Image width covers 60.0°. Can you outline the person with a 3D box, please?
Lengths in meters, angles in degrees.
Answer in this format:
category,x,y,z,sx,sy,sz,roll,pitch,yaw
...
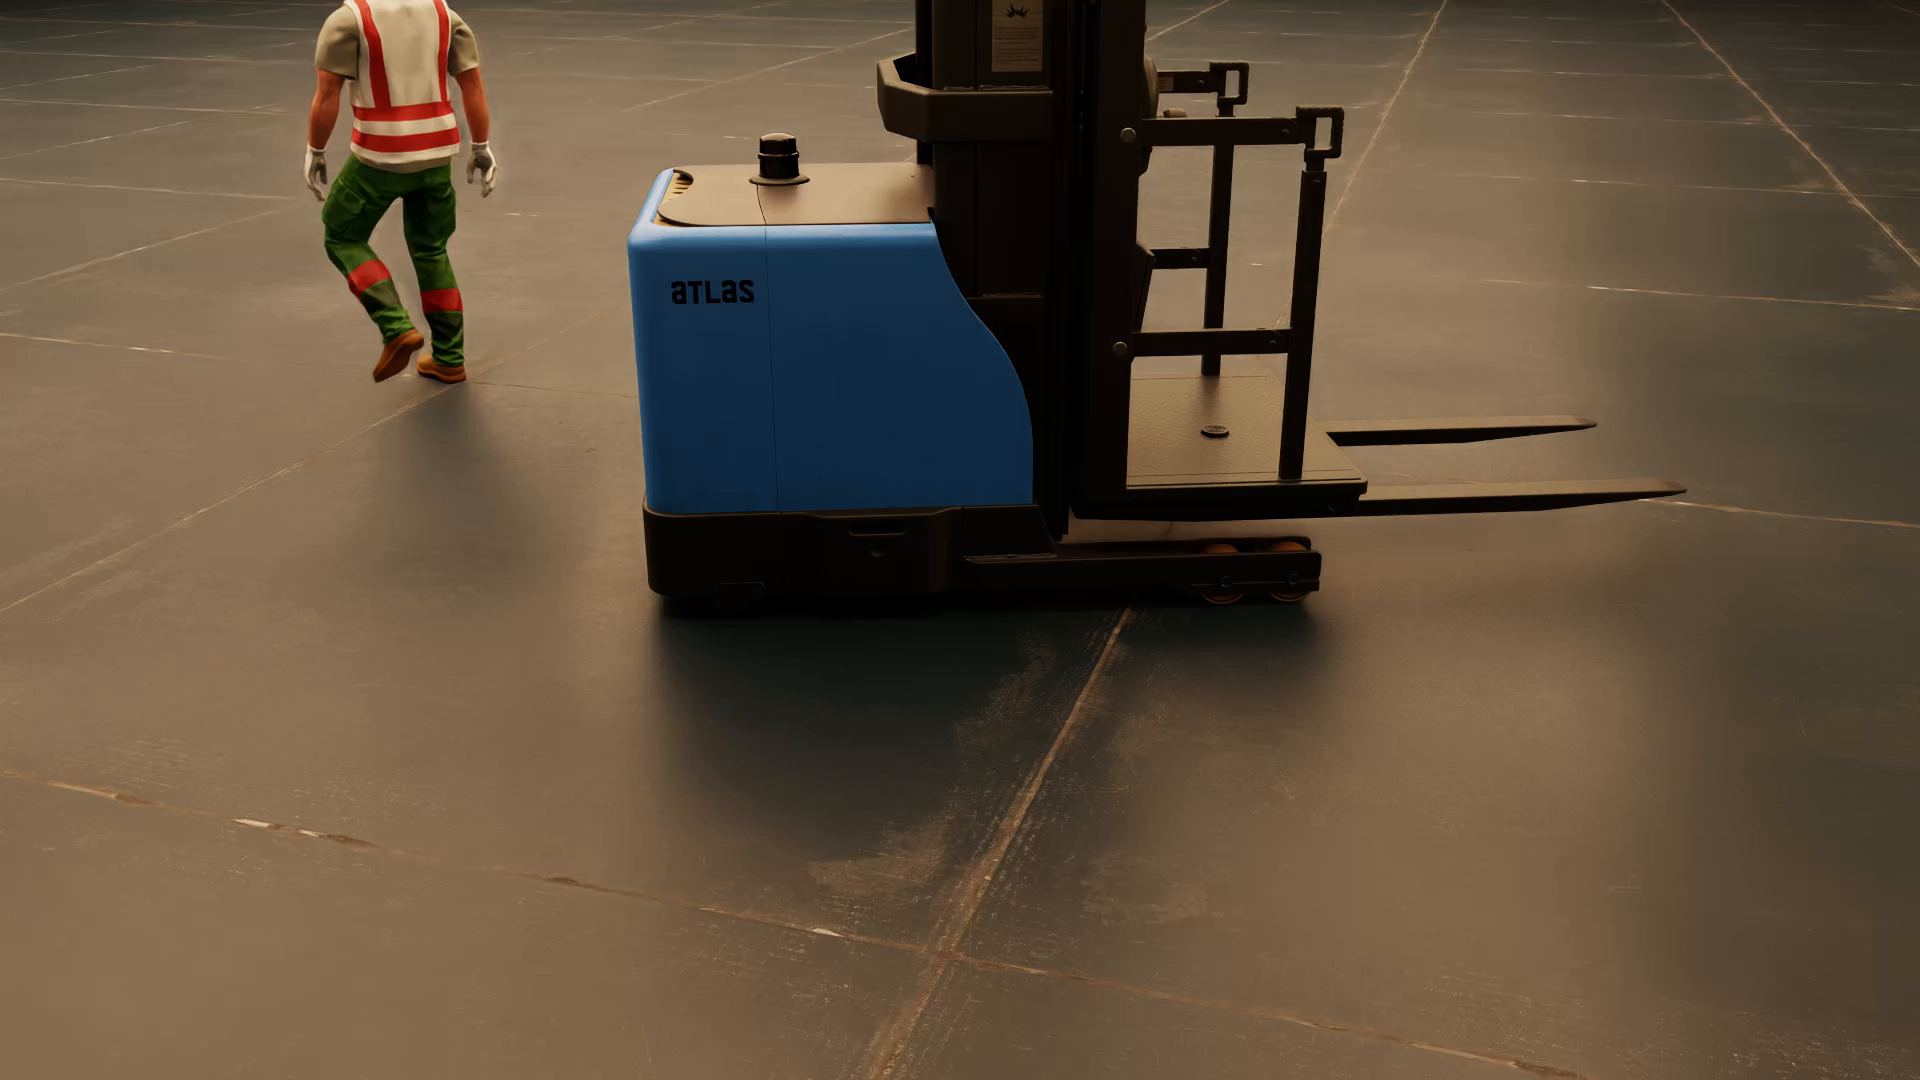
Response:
category,x,y,z,sx,sy,sz,roll,pitch,yaw
person,-2.170,-1.470,6.368,0.460,1.767,0.713,19,29,39

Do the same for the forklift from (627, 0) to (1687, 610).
category,x,y,z,sx,sy,sz,roll,pitch,yaw
forklift,0.606,-1.374,4.608,3.031,2.935,1.130,-2,23,-4
